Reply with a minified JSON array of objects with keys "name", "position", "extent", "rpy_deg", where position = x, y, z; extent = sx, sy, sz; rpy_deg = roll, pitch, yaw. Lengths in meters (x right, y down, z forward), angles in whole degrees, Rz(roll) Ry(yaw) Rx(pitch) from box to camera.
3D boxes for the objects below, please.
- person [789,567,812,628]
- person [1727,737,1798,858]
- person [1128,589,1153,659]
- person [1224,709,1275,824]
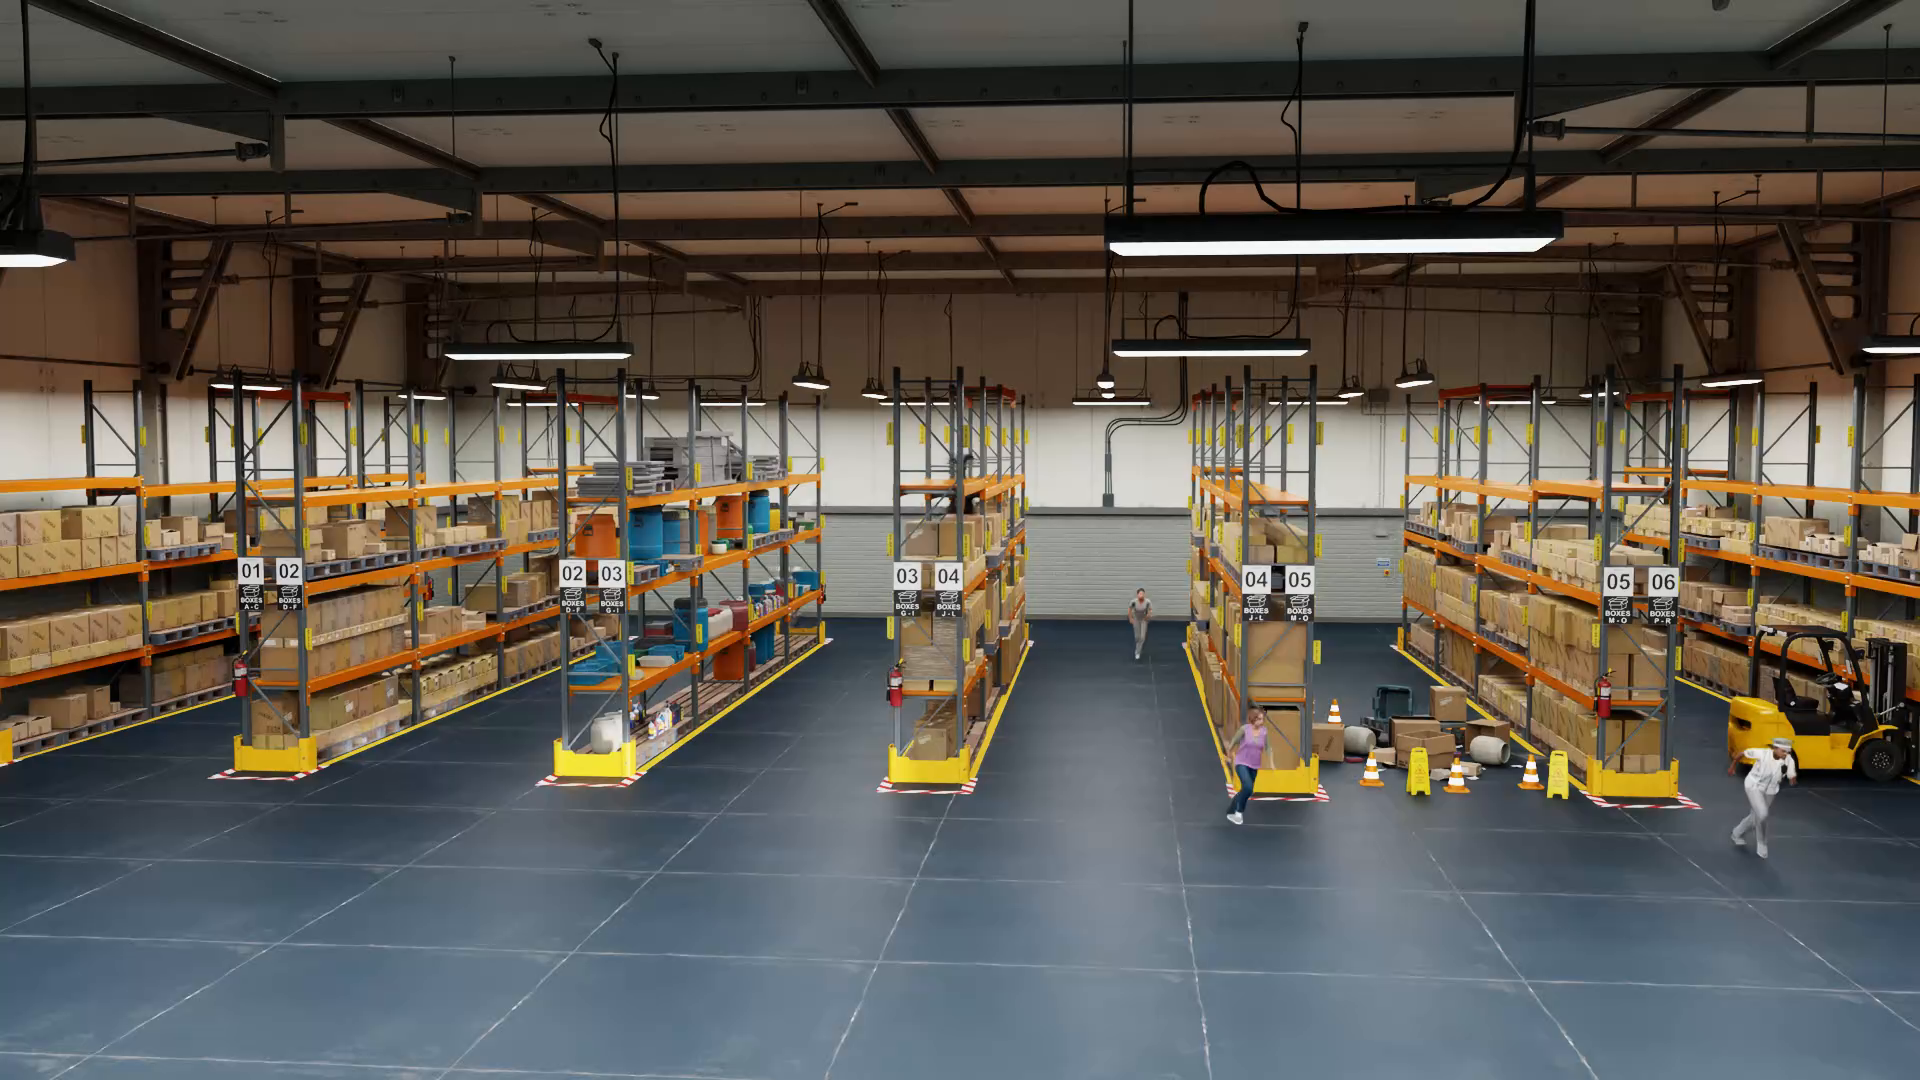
[{"name":"person","position":[-4.150,1.536,41.648],"extent":[0.691,1.740,0.657],"rpy_deg":[2,4,27]},{"name":"person","position":[9.596,3.024,19.857],"extent":[0.590,1.460,1.061],"rpy_deg":[0,4,-2]},{"name":"person","position":[4.095,1.881,37.735],"extent":[0.557,1.606,0.737],"rpy_deg":[0,4,0]},{"name":"person","position":[3.735,2.901,21.310],"extent":[0.456,1.534,0.753],"rpy_deg":[-1,4,-22]}]
